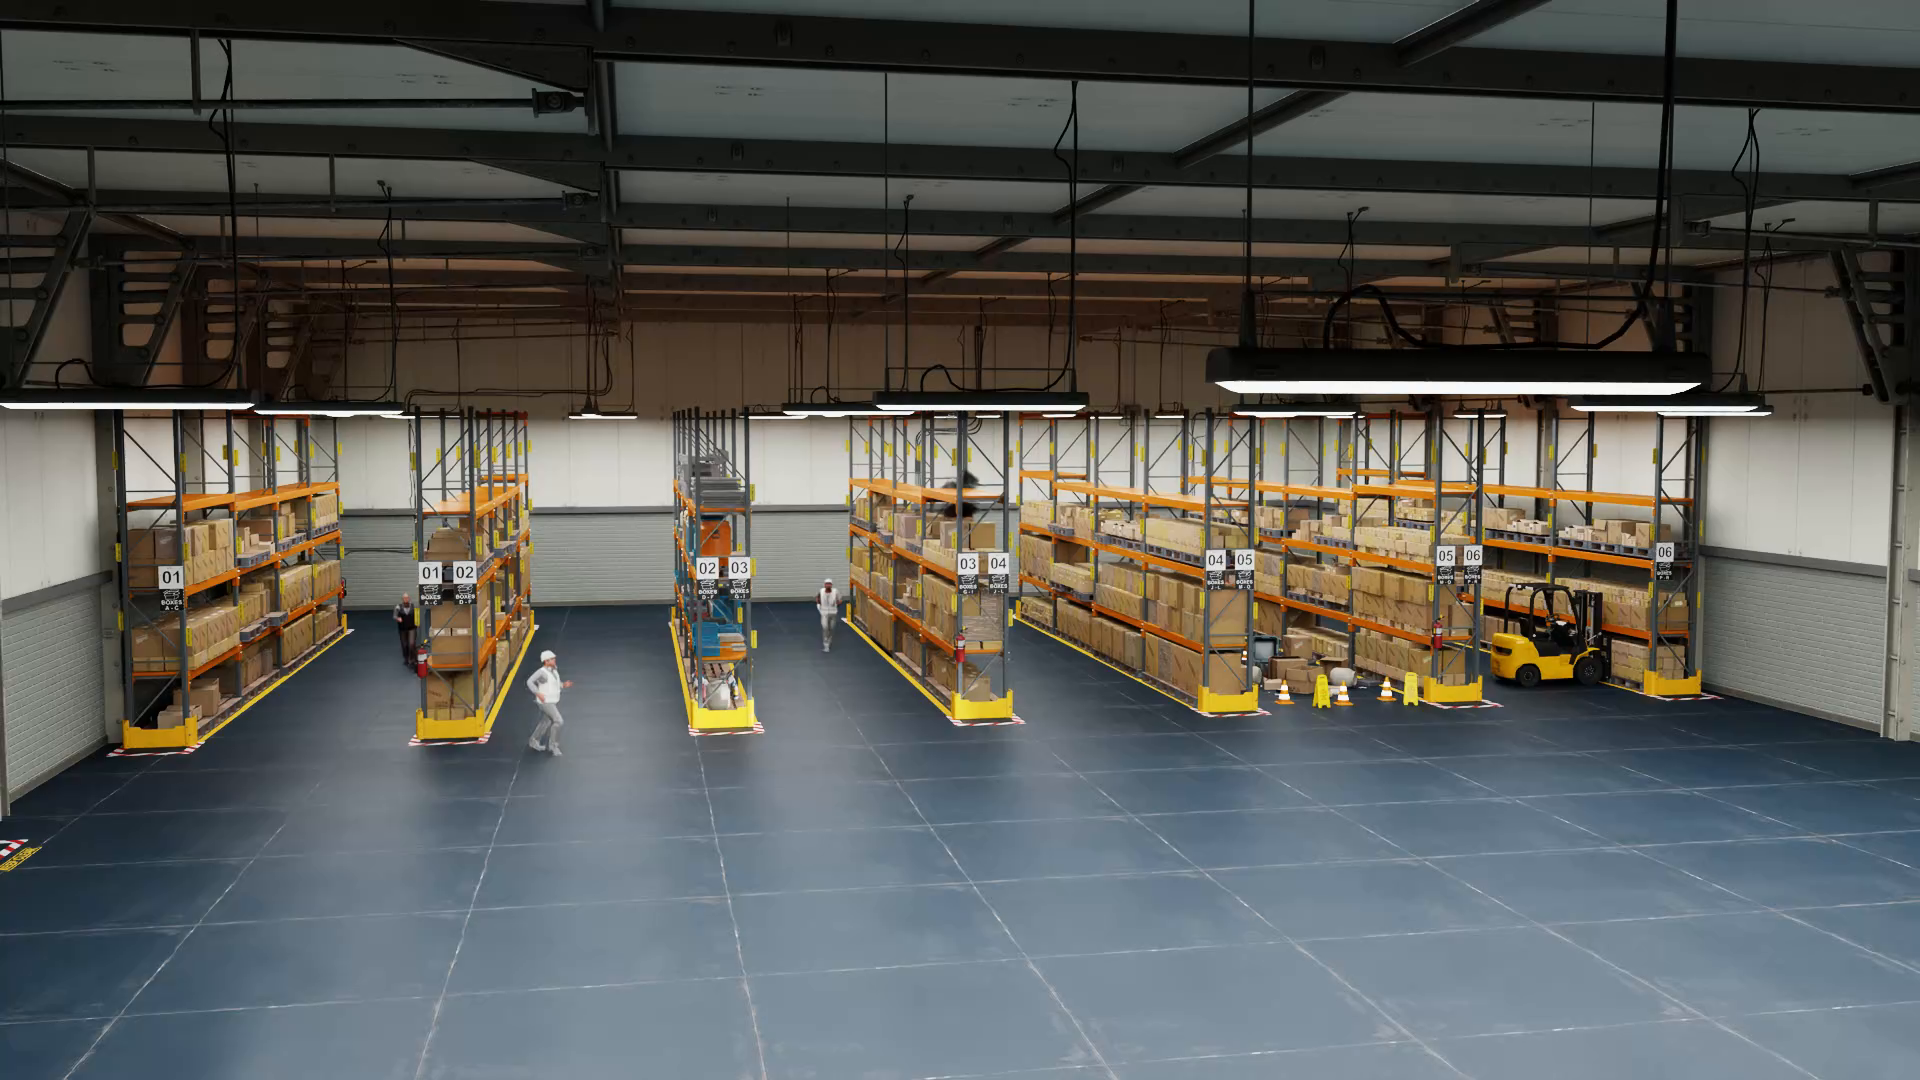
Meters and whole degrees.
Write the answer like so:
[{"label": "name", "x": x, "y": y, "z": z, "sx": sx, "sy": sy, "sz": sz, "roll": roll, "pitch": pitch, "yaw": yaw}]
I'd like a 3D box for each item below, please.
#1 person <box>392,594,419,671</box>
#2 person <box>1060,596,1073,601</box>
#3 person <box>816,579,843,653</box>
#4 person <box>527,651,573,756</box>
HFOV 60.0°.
[{"label": "person", "x": -12.850, "y": 2.109, "z": 38.632, "sx": 0.610, "sy": 1.754, "sz": 0.889, "roll": -1, "pitch": 4, "yaw": -12}, {"label": "person", "x": 3.225, "y": 1.321, "z": 50.013, "sx": 0.934, "sy": 1.715, "sz": 0.590, "roll": -1, "pitch": 4, "yaw": -12}, {"label": "person", "x": -3.276, "y": 1.869, "z": 41.815, "sx": 0.645, "sy": 1.812, "sz": 1.109, "roll": -1, "pitch": 4, "yaw": -11}, {"label": "person", "x": -7.085, "y": 2.814, "z": 28.600, "sx": 0.820, "sy": 1.823, "sz": 0.678, "roll": 1, "pitch": 4, "yaw": 10}]
